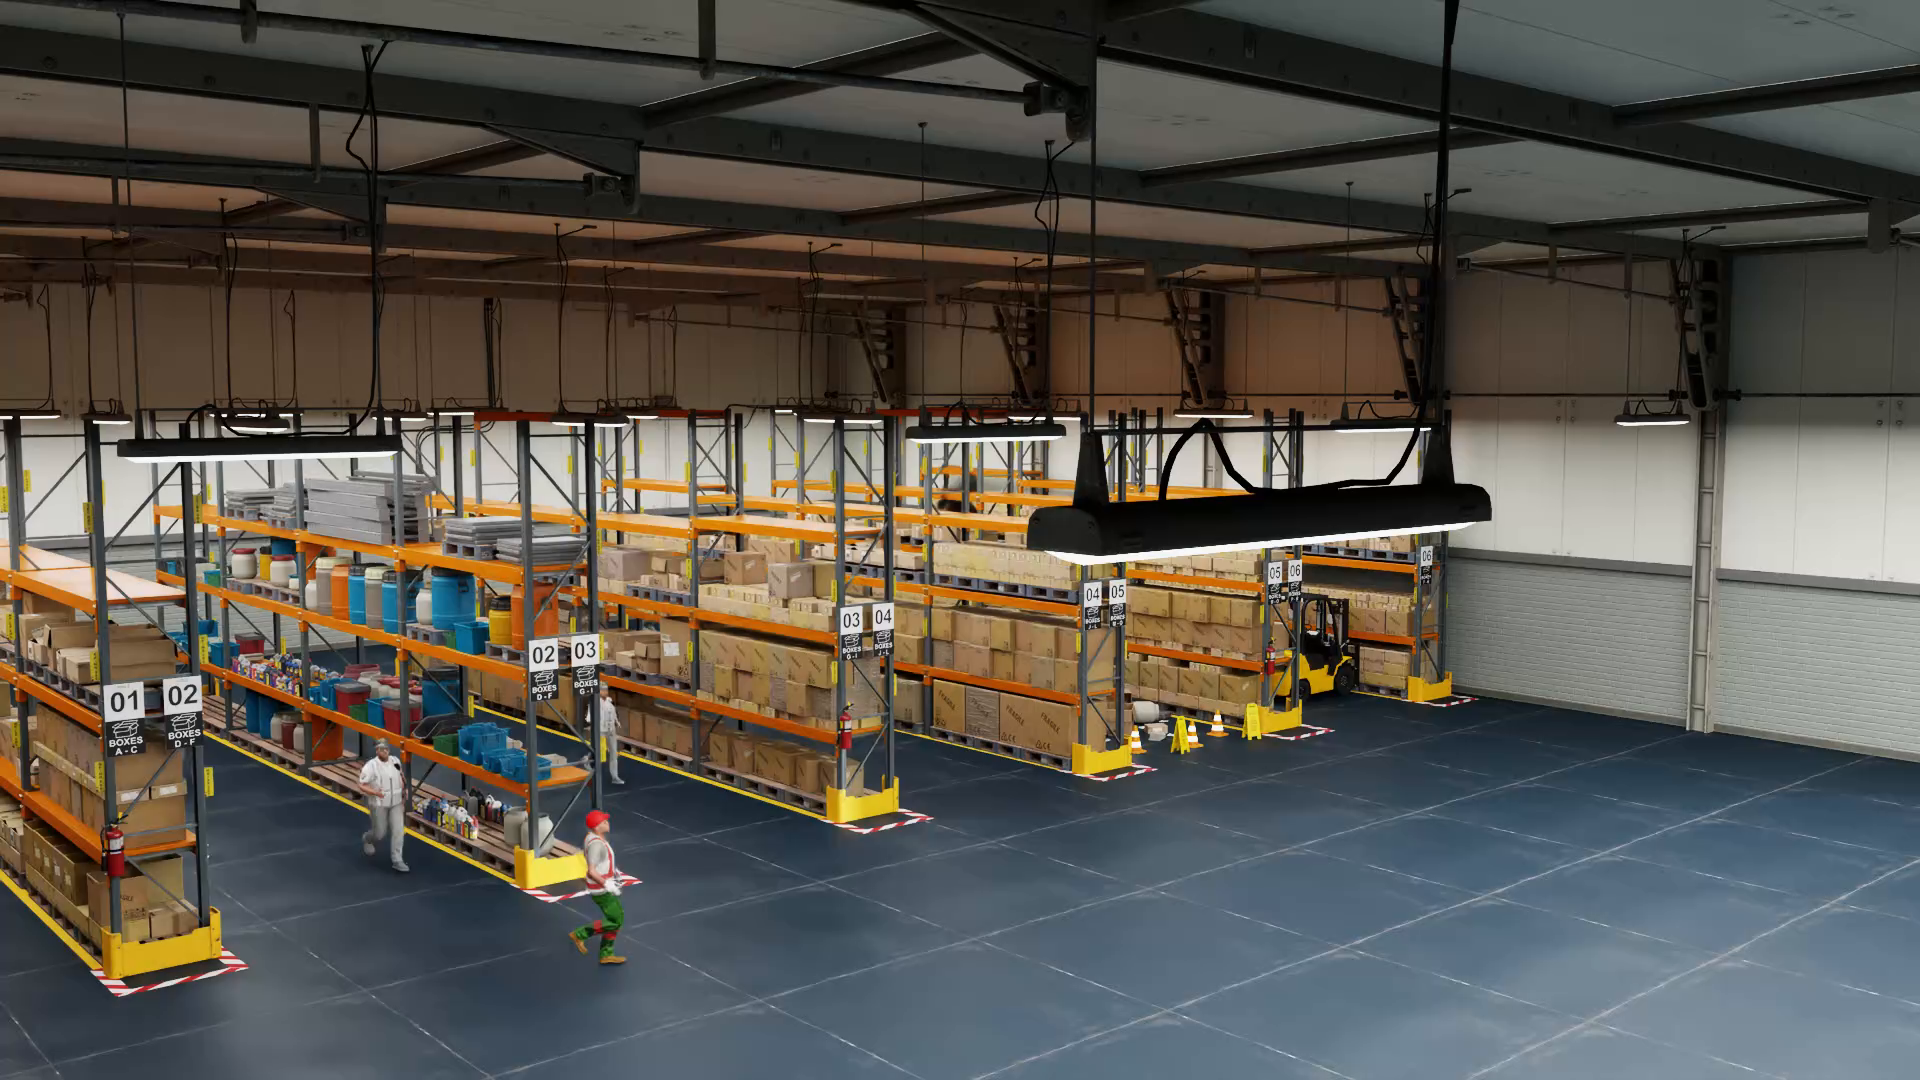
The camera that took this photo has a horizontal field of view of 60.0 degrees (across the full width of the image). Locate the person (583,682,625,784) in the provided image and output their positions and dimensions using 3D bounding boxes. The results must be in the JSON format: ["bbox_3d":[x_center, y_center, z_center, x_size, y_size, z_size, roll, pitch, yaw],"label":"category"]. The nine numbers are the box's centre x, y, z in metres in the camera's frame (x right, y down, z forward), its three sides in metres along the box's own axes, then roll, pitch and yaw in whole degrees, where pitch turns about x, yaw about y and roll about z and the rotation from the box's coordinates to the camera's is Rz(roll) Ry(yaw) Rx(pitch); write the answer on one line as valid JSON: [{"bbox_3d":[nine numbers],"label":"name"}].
[{"bbox_3d":[-5.766,3.118,27.066,0.949,1.656,0.630,5,7,42],"label":"person"}]

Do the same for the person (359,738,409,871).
[{"bbox_3d":[-7.664,3.501,22.223,0.678,1.747,0.992,-5,7,-43],"label":"person"}]

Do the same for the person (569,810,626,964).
[{"bbox_3d":[-4.033,3.854,18.432,0.626,1.741,0.665,-2,5,-17],"label":"person"}]

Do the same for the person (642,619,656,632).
[{"bbox_3d":[-7.794,1.843,41.676,0.612,1.752,0.718,2,5,19],"label":"person"}]

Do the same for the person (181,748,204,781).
[{"bbox_3d":[-12.505,3.160,26.845,0.746,1.725,0.583,5,7,45],"label":"person"}]
